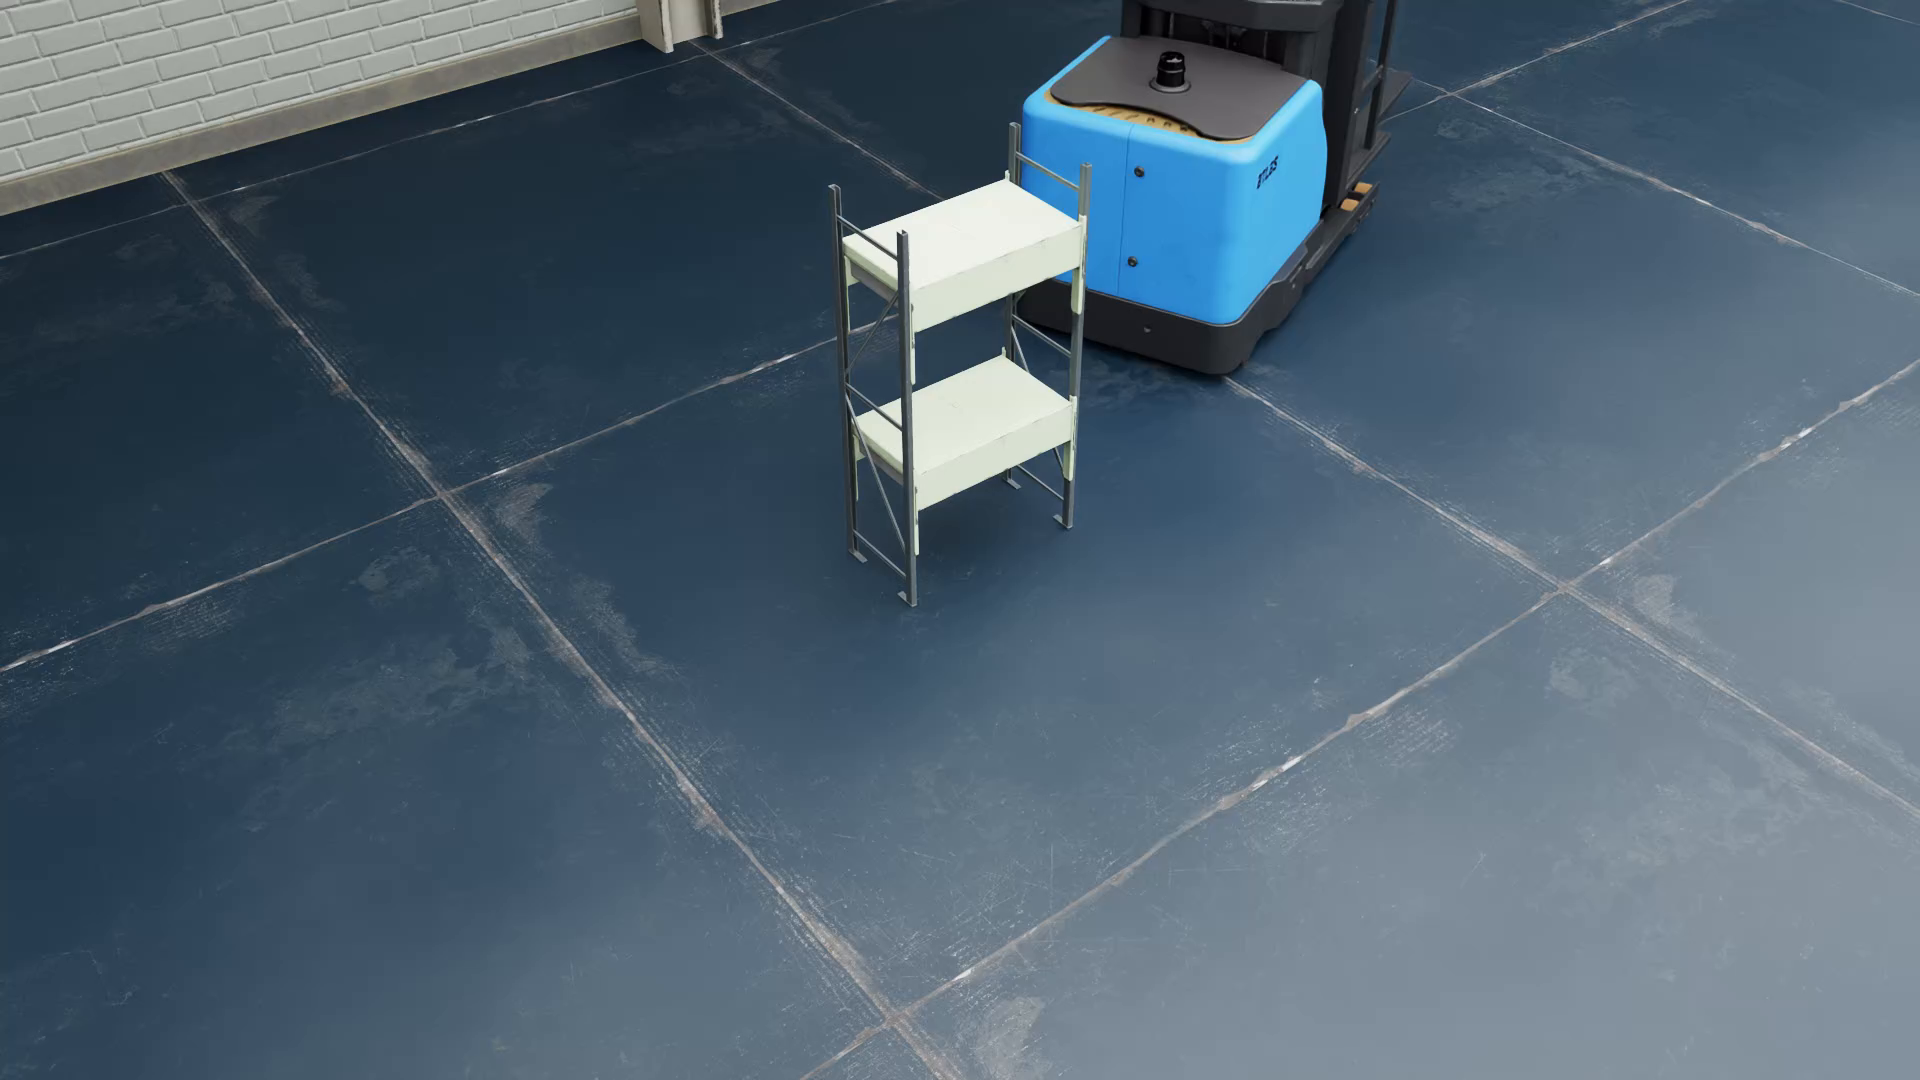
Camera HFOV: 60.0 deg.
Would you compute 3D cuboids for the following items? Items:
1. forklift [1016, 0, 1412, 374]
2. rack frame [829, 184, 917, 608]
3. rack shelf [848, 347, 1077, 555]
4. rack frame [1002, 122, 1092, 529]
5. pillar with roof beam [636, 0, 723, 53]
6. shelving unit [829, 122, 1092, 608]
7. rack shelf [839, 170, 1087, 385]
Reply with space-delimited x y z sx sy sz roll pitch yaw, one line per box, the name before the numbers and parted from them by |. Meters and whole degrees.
forklift | 1.402 -2.747 7.288 1.130 2.935 3.031 20 43 22
rack frame | -0.285 -0.441 5.605 0.023 1.500 0.400 -26 46 -28
rack shelf | 0.005 -0.330 5.984 0.720 0.370 0.431 -26 46 -28
rack frame | 0.295 -0.724 5.950 0.023 1.500 0.400 -26 46 -28
pillar with roof beam | 0.966 -4.313 4.412 0.400 9.000 9.100 -26 46 -28
shelving unit | 0.005 -0.582 5.777 0.755 1.500 0.431 -26 46 -28
rack shelf | 0.005 -0.884 5.530 0.720 0.370 0.431 -26 46 -28
